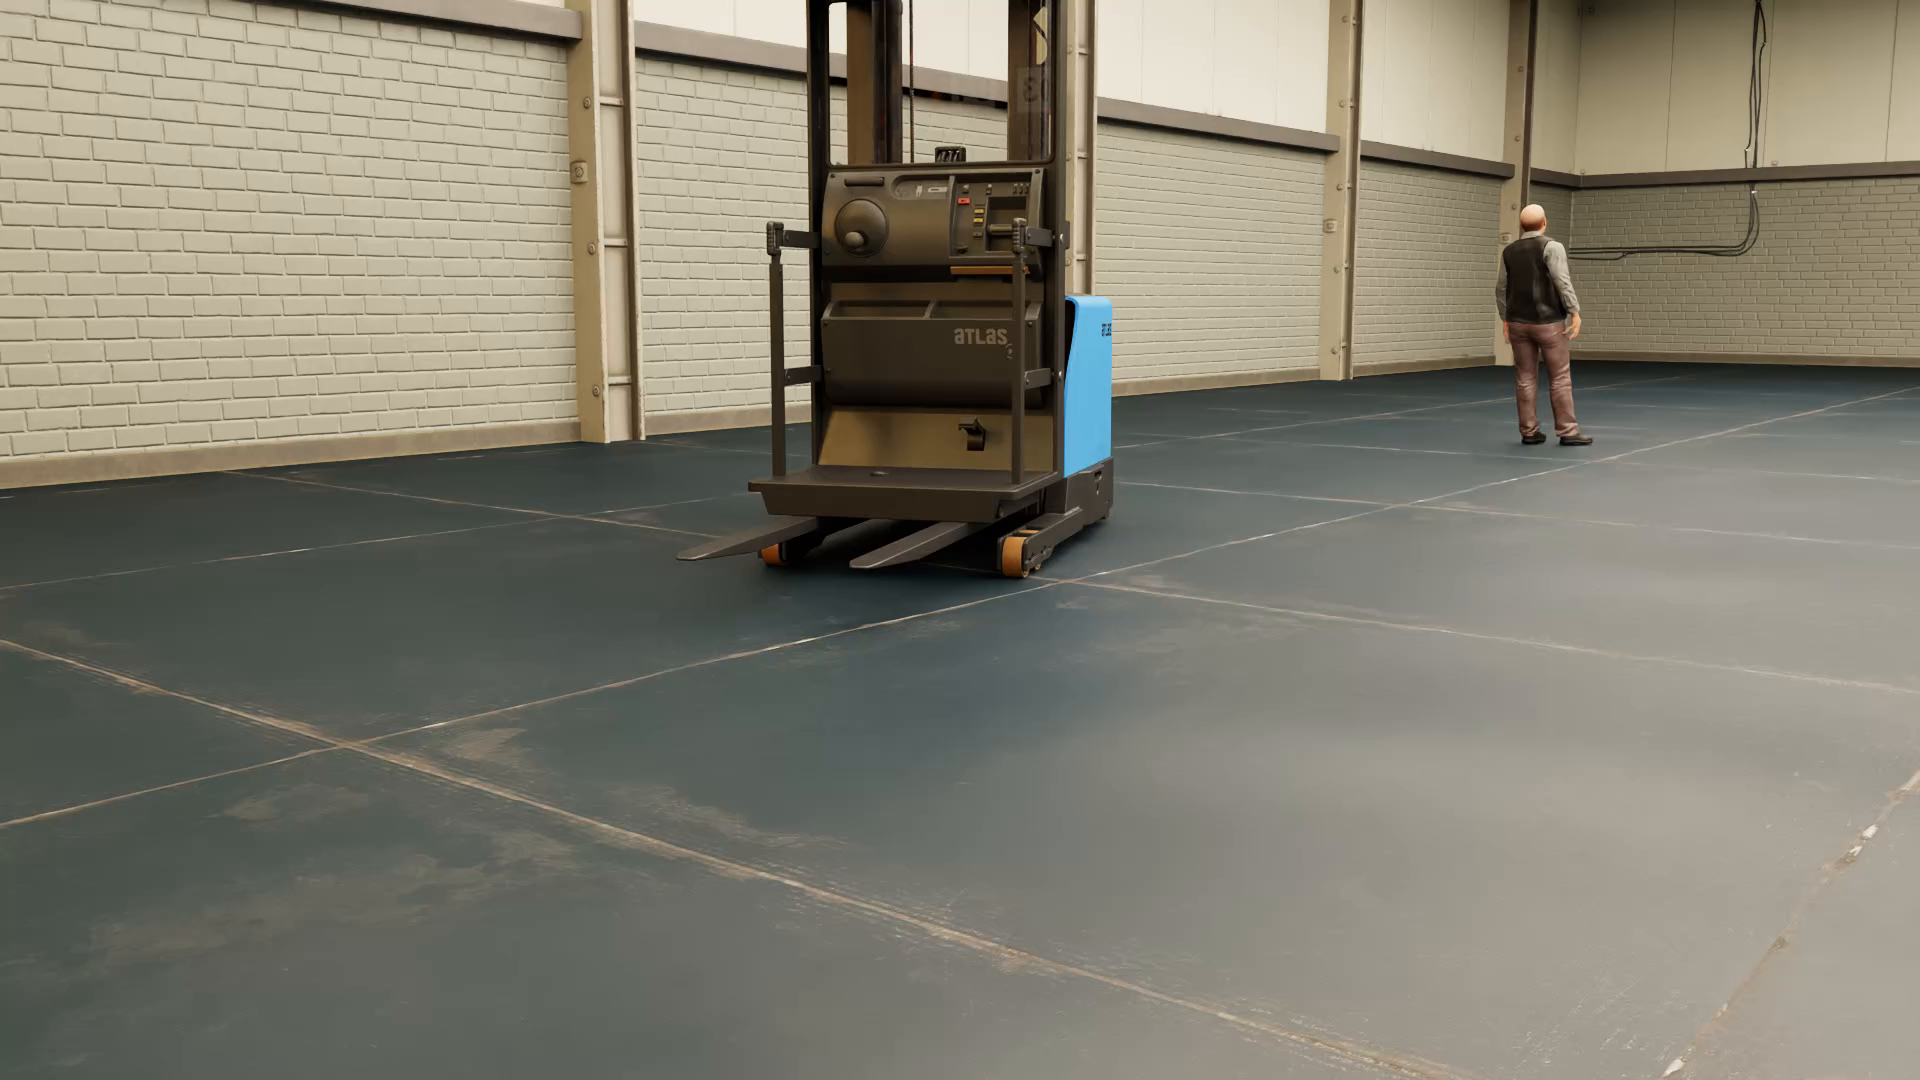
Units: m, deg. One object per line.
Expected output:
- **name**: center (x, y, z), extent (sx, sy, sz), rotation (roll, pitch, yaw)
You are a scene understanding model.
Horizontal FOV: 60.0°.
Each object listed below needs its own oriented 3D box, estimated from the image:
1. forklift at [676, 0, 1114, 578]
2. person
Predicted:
- **forklift**: center (-0.176, -1.366, 6.616), extent (1.130, 2.935, 3.031), rotation (3, 9, 17)
- **person**: center (4.250, -1.568, 12.122), extent (0.568, 1.720, 0.631), rotation (-7, 11, -39)
